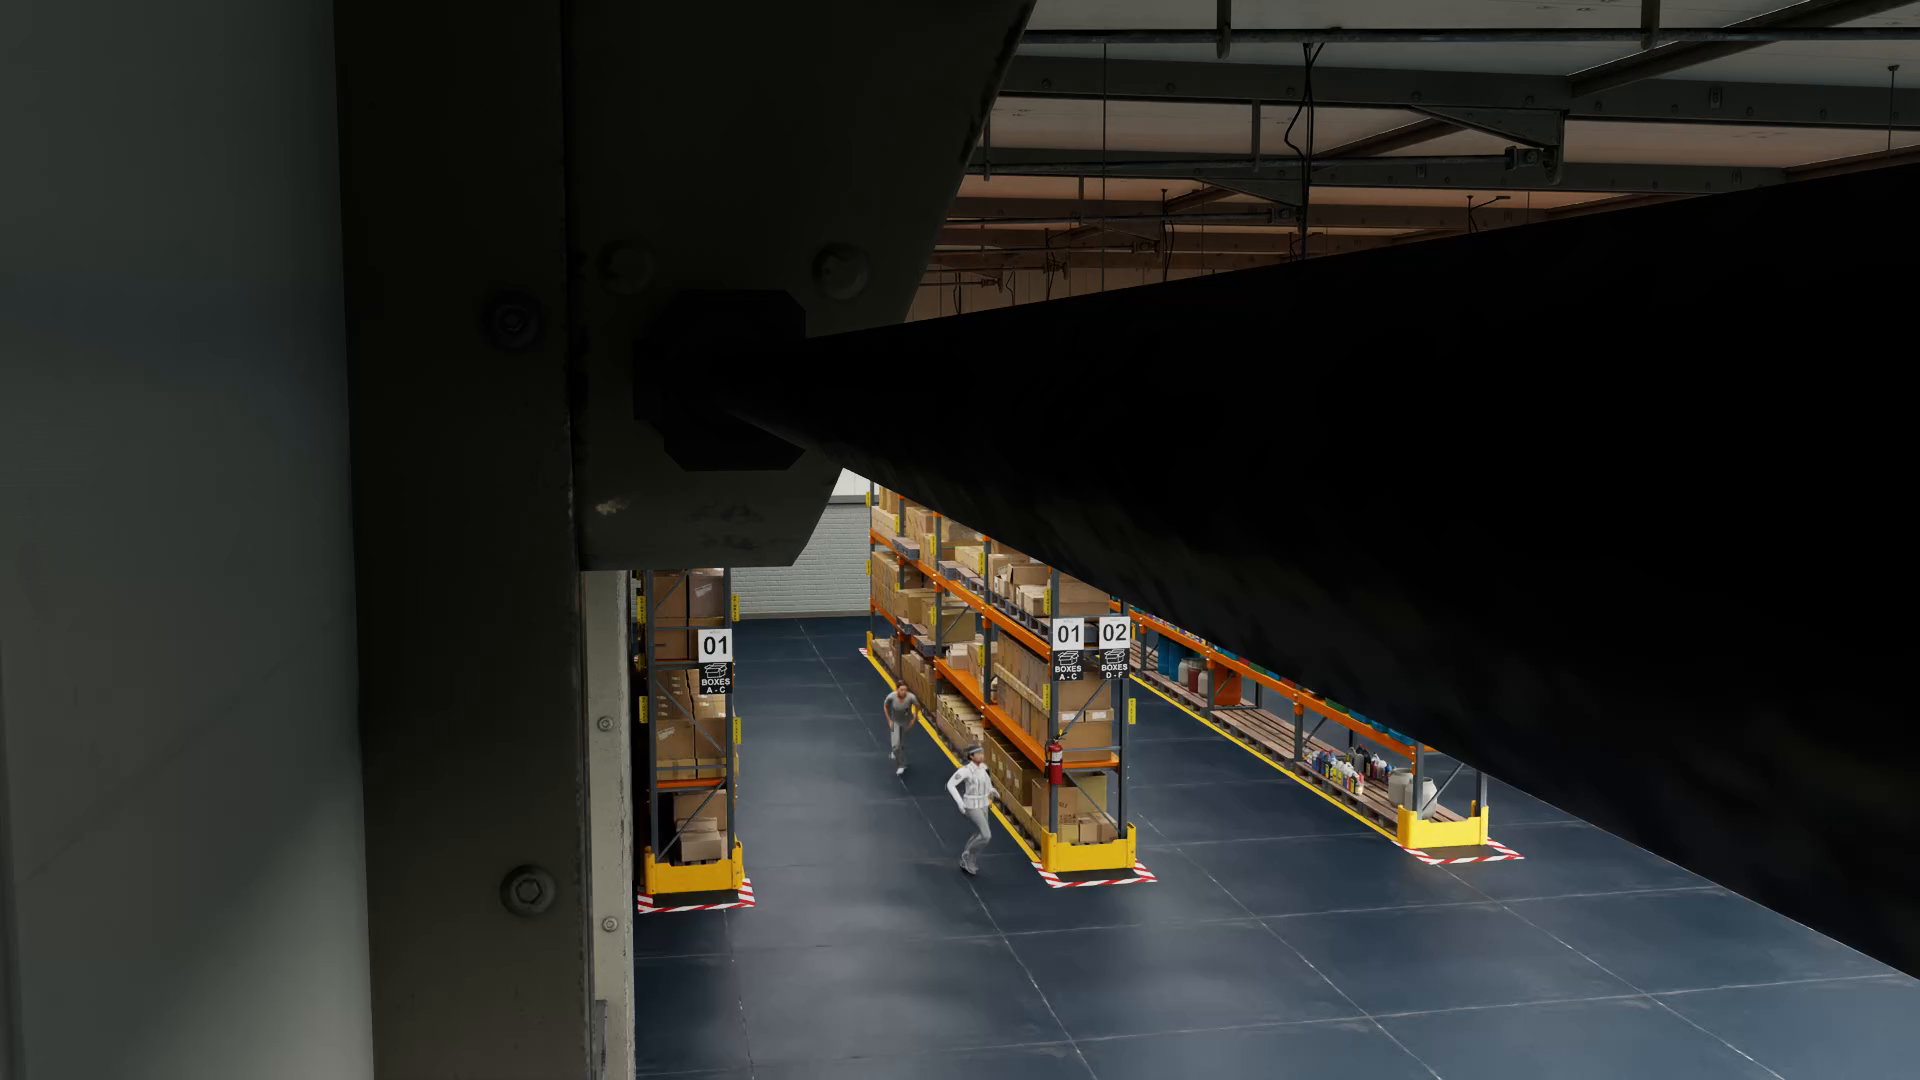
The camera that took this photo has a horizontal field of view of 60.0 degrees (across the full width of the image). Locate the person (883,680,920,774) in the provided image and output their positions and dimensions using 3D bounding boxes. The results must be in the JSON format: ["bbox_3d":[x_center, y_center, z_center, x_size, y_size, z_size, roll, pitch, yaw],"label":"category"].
[{"bbox_3d":[-0.924,2.880,26.075,0.567,1.518,0.901,-1,6,-6],"label":"person"}]

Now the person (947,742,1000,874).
[{"bbox_3d":[0.223,3.329,20.680,0.632,1.660,0.591,5,8,37],"label":"person"}]
